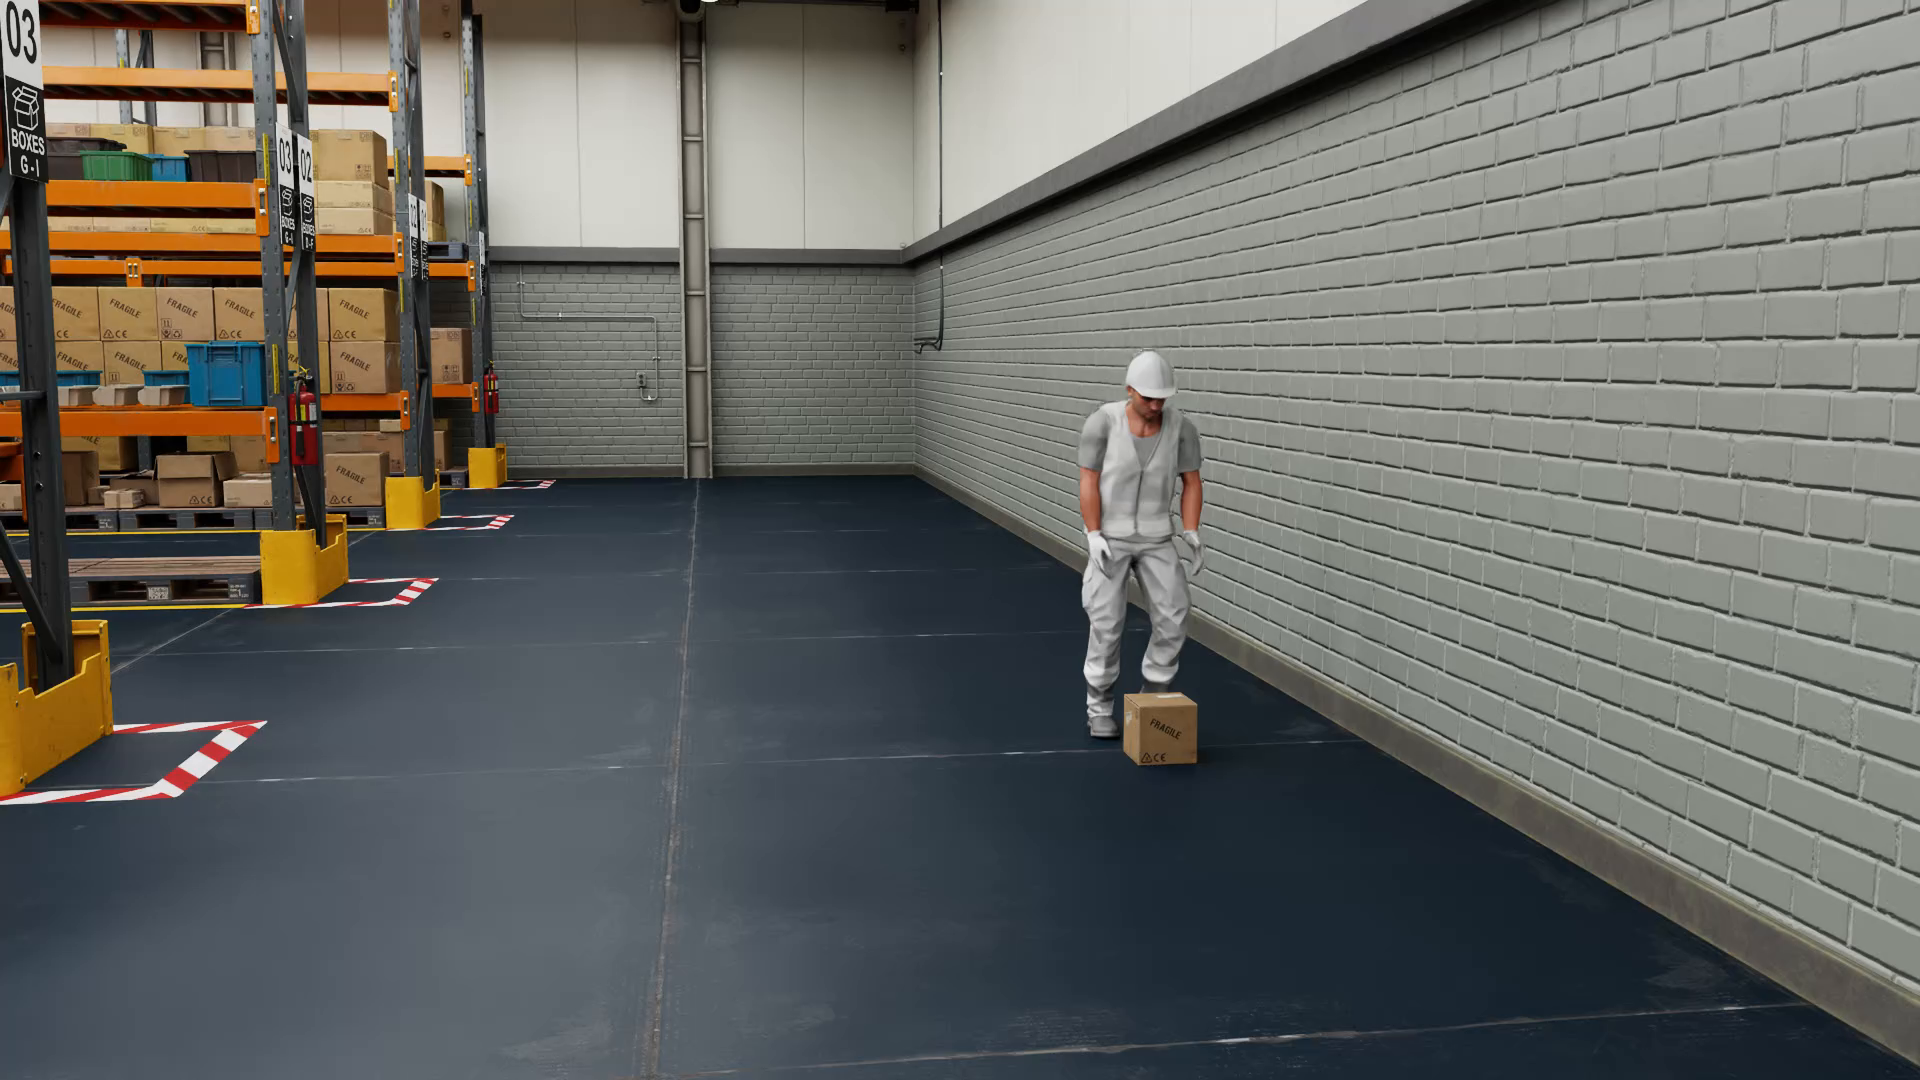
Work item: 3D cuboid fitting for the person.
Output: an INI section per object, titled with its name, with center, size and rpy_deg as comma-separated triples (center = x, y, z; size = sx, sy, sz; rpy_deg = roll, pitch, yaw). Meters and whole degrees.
[person]
center = 0.799, 0.021, 7.331
size = 0.554, 1.698, 0.517
rpy_deg = -1, 6, -7
